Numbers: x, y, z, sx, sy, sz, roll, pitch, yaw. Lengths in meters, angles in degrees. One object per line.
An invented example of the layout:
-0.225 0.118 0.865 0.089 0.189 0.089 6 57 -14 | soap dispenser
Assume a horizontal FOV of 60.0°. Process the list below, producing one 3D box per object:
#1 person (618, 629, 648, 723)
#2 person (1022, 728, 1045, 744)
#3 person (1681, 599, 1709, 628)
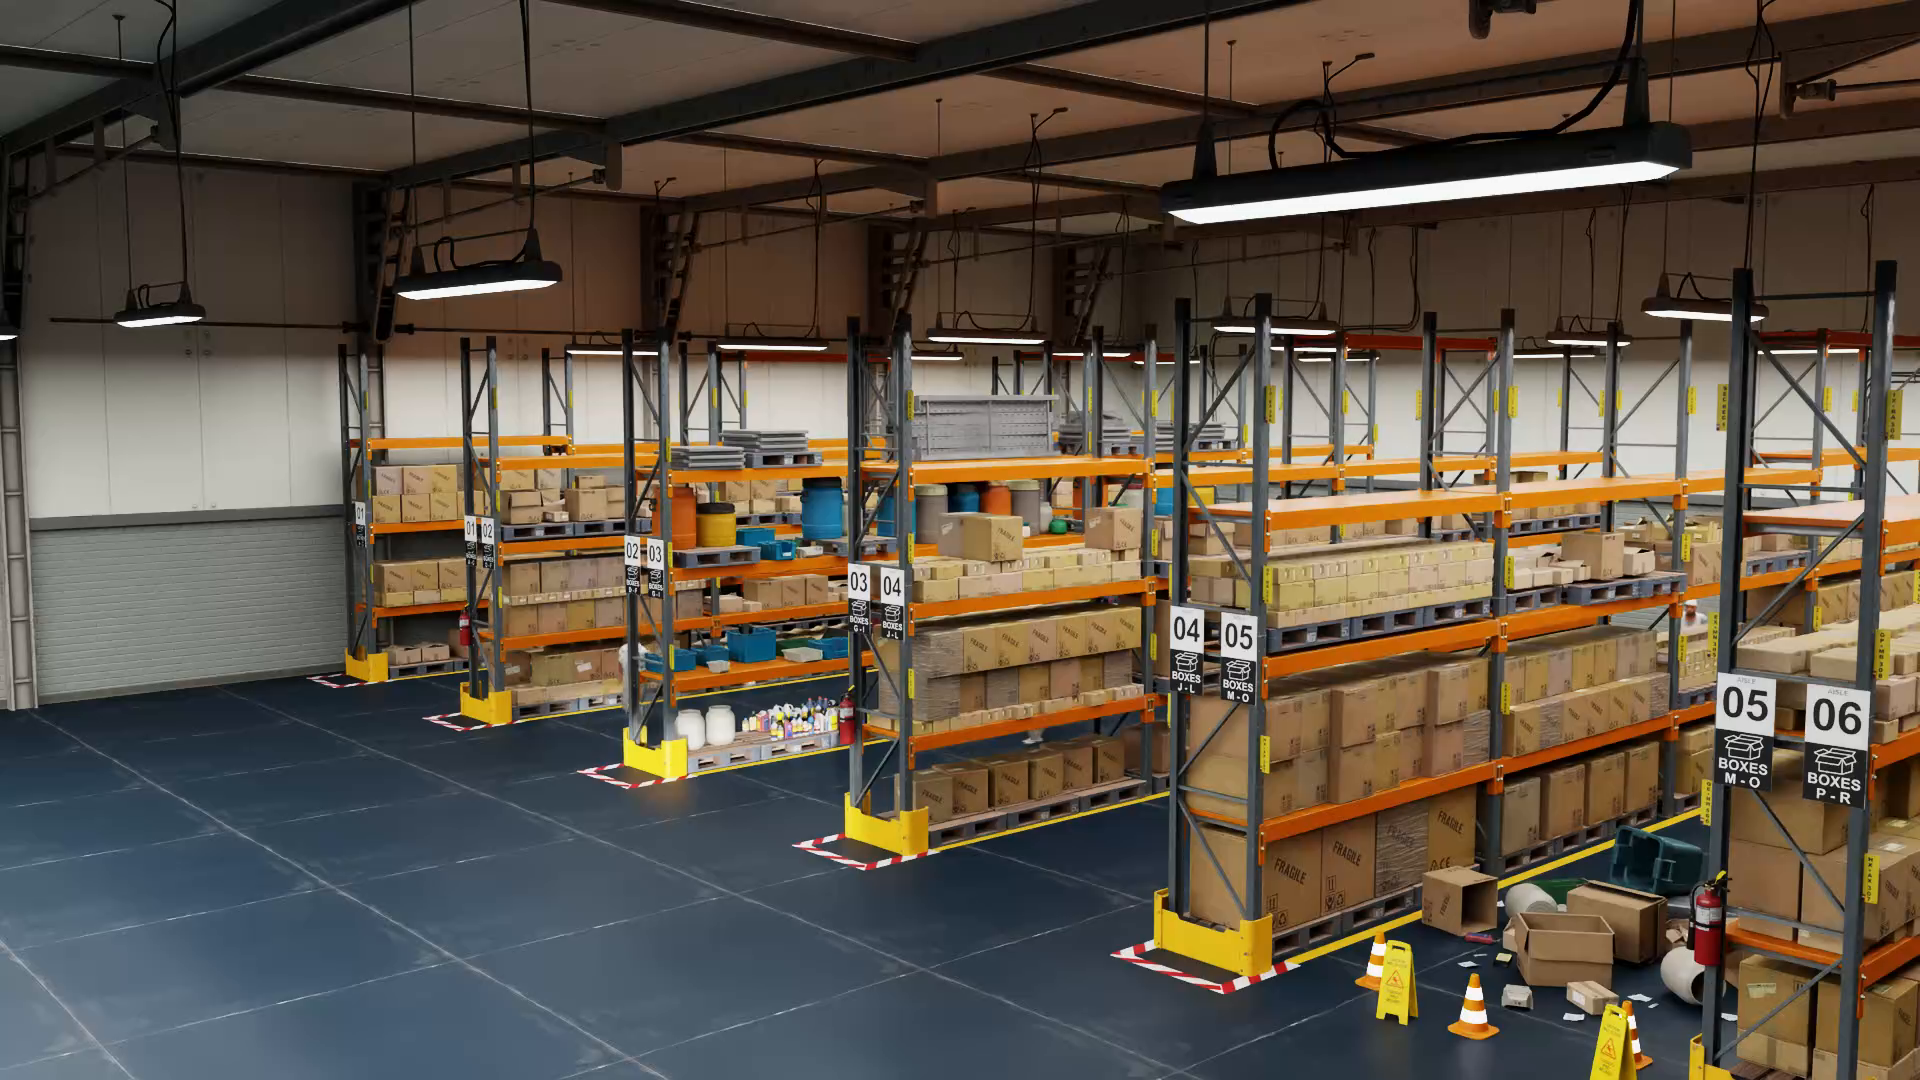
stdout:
-4.906 2.112 25.142 0.572 1.623 0.606 1 5 16 | person
1.053 2.227 24.257 0.525 1.580 0.634 -2 6 -26 | person
12.293 1.813 27.961 0.655 1.712 0.708 3 6 31 | person
